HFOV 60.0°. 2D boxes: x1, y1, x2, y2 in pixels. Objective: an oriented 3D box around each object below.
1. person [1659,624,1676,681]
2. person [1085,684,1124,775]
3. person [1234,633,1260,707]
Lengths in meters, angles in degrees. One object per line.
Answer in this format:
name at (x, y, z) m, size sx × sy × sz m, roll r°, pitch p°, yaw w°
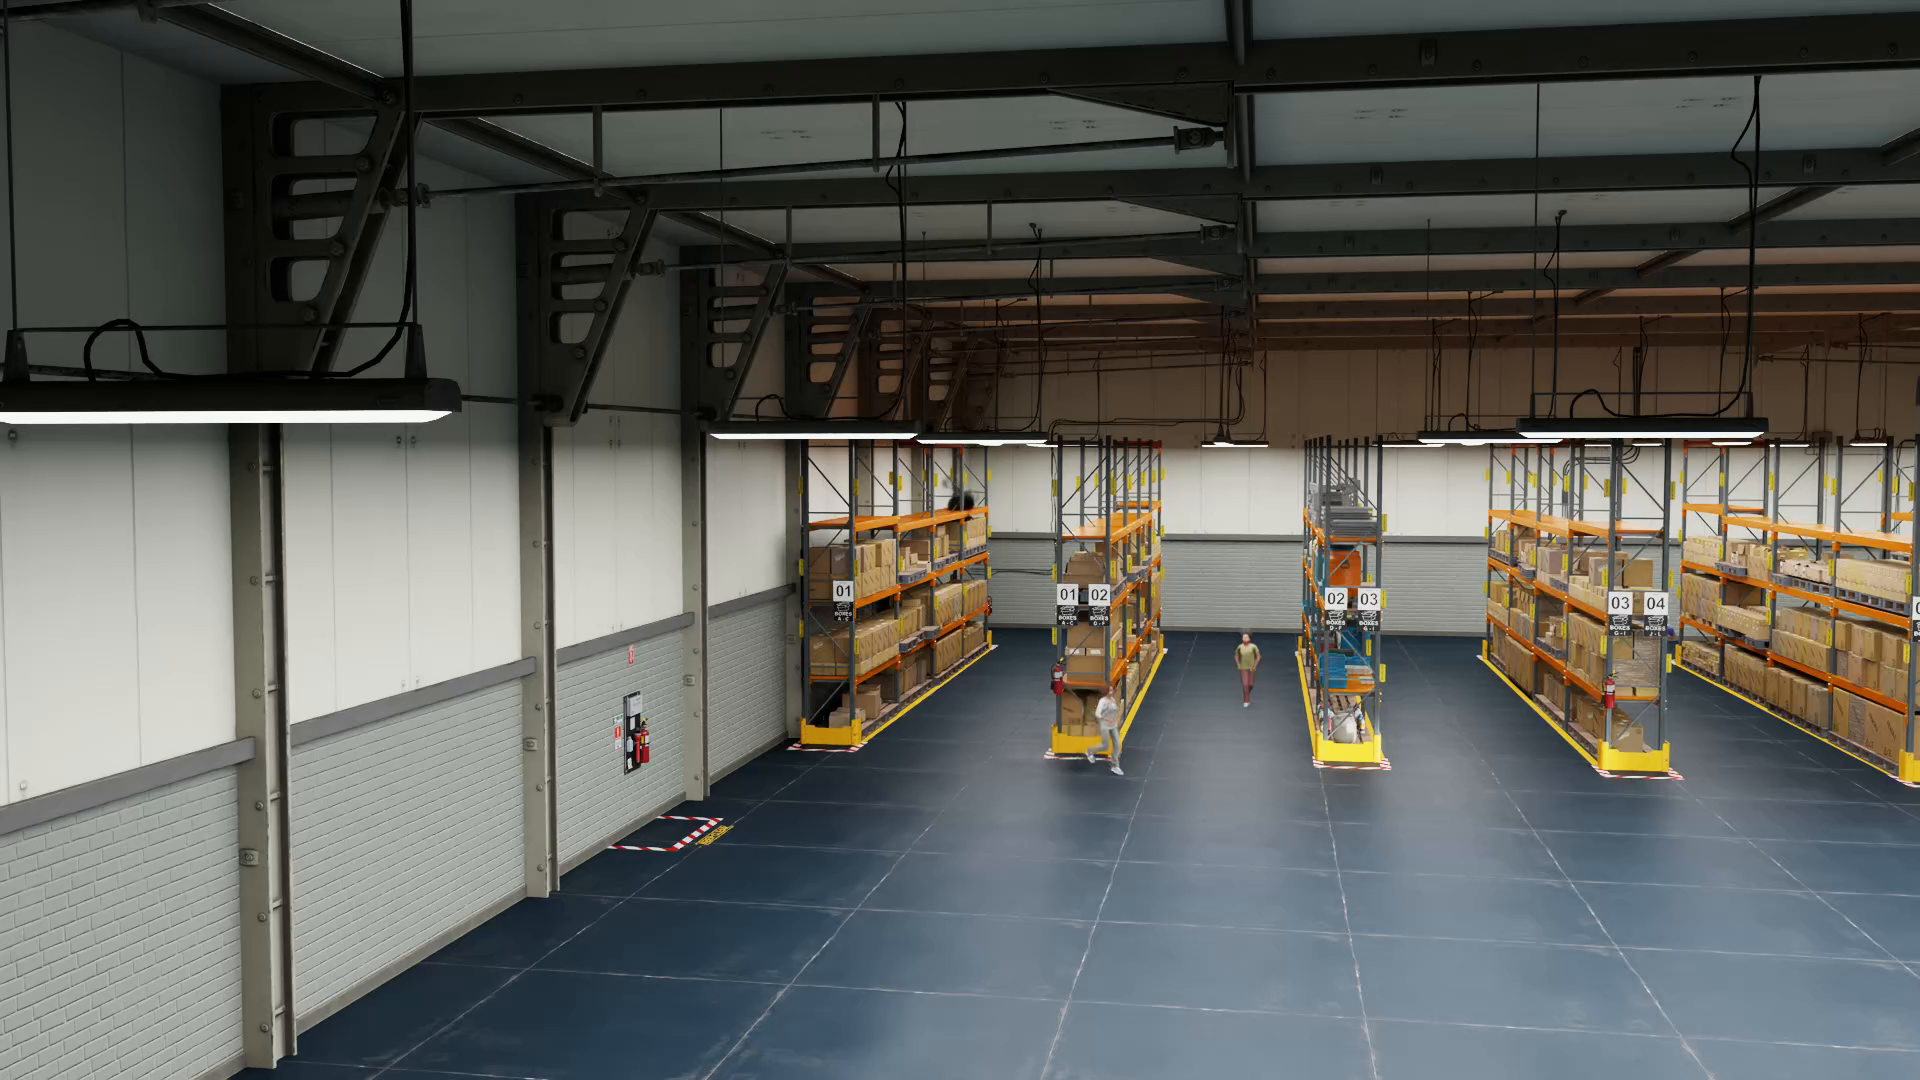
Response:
person at (17.373, 2.728, 41.094) m, size 0.561 × 1.586 × 0.847 m, roll 1°, pitch 3°, yaw 17°
person at (2.592, 3.344, 29.571) m, size 0.835 × 1.586 × 0.553 m, roll 3°, pitch 4°, yaw 42°
person at (6.443, 2.895, 37.324) m, size 0.577 × 1.642 × 0.580 m, roll 1°, pitch 3°, yaw 13°
